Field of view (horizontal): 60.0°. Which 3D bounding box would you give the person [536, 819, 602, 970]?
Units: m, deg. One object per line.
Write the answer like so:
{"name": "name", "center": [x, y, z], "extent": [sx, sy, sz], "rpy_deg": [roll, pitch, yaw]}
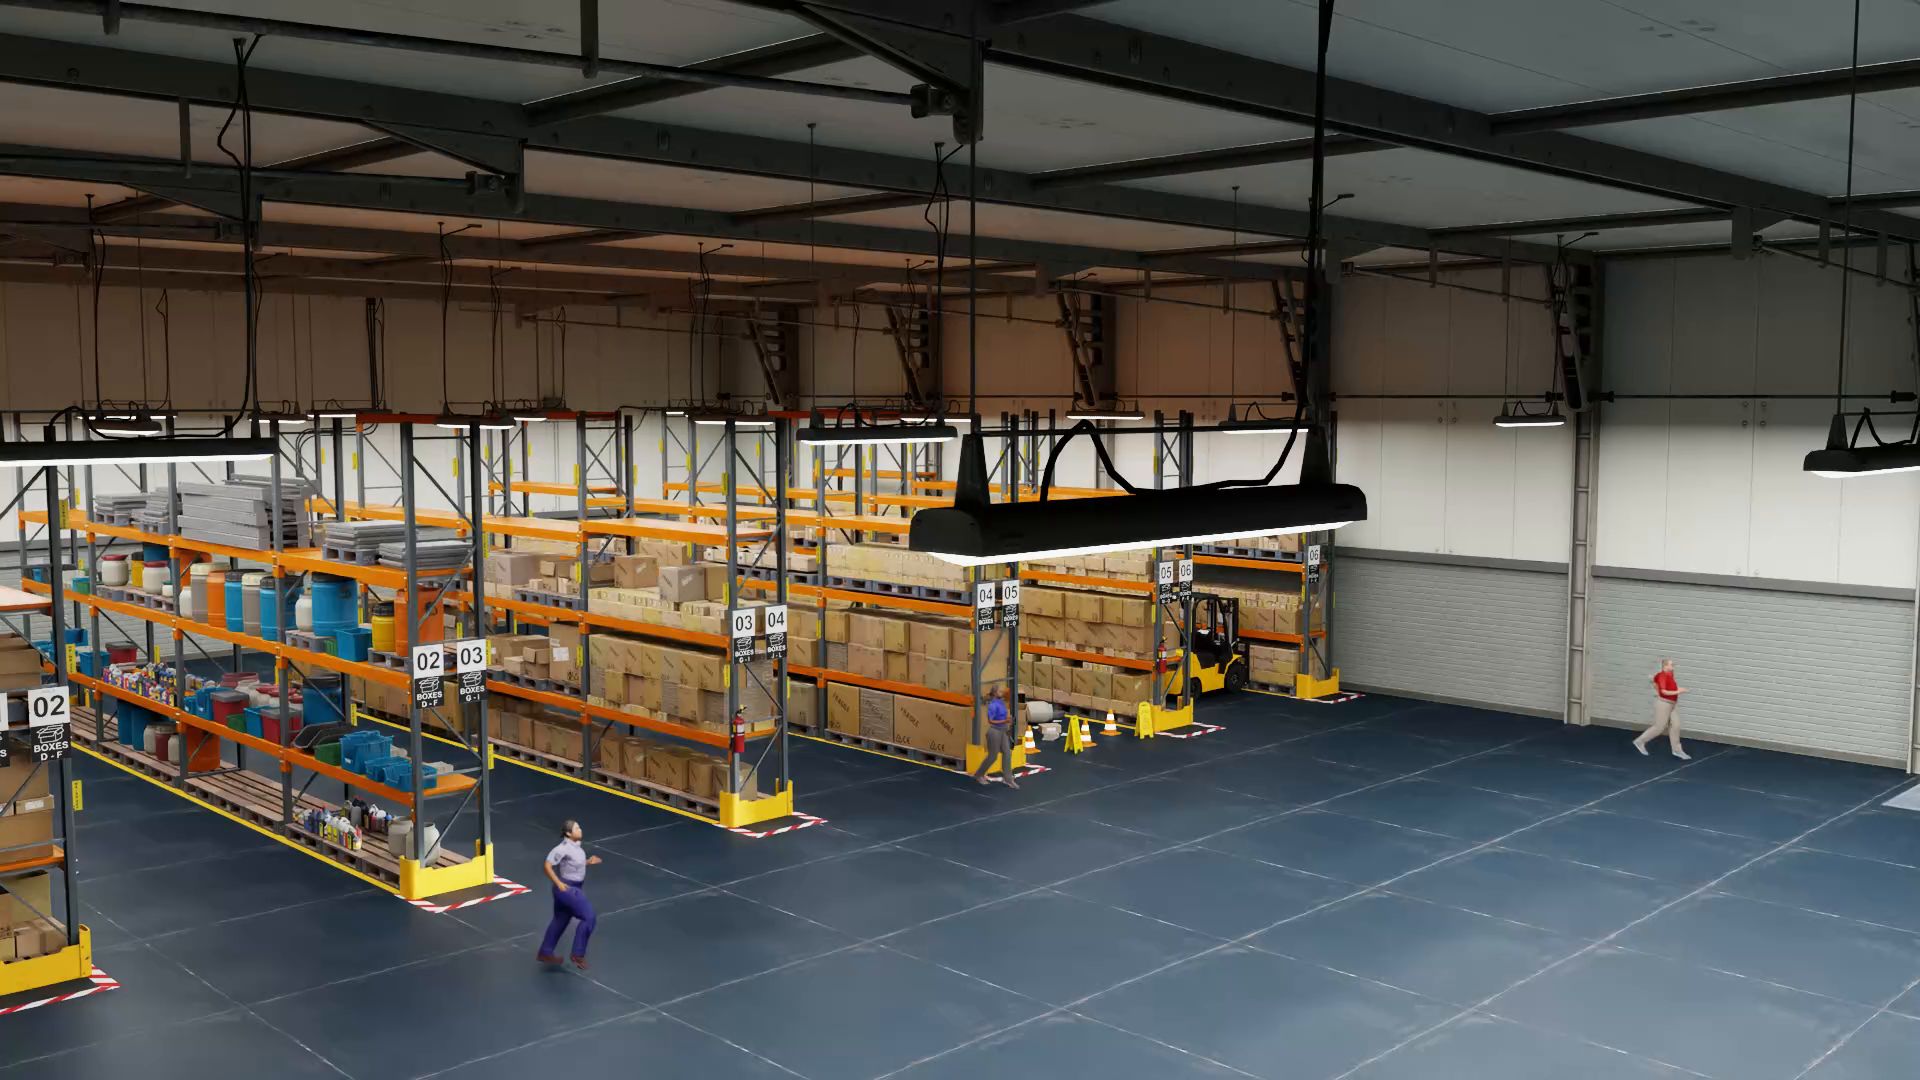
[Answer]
{"name": "person", "center": [-4.338, 3.934, 18.434], "extent": [0.729, 1.710, 0.572], "rpy_deg": [-1, 5, -13]}

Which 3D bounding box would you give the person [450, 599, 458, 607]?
{"name": "person", "center": [-11.559, 2.211, 37.866], "extent": [0.729, 1.742, 0.698], "rpy_deg": [-1, 5, -14]}

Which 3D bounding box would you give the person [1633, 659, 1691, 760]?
{"name": "person", "center": [12.268, 2.932, 28.985], "extent": [0.944, 1.739, 0.690], "rpy_deg": [3, 6, 31]}

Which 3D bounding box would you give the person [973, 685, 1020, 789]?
{"name": "person", "center": [0.600, 3.171, 26.842], "extent": [0.751, 1.689, 0.584], "rpy_deg": [2, 5, 22]}
